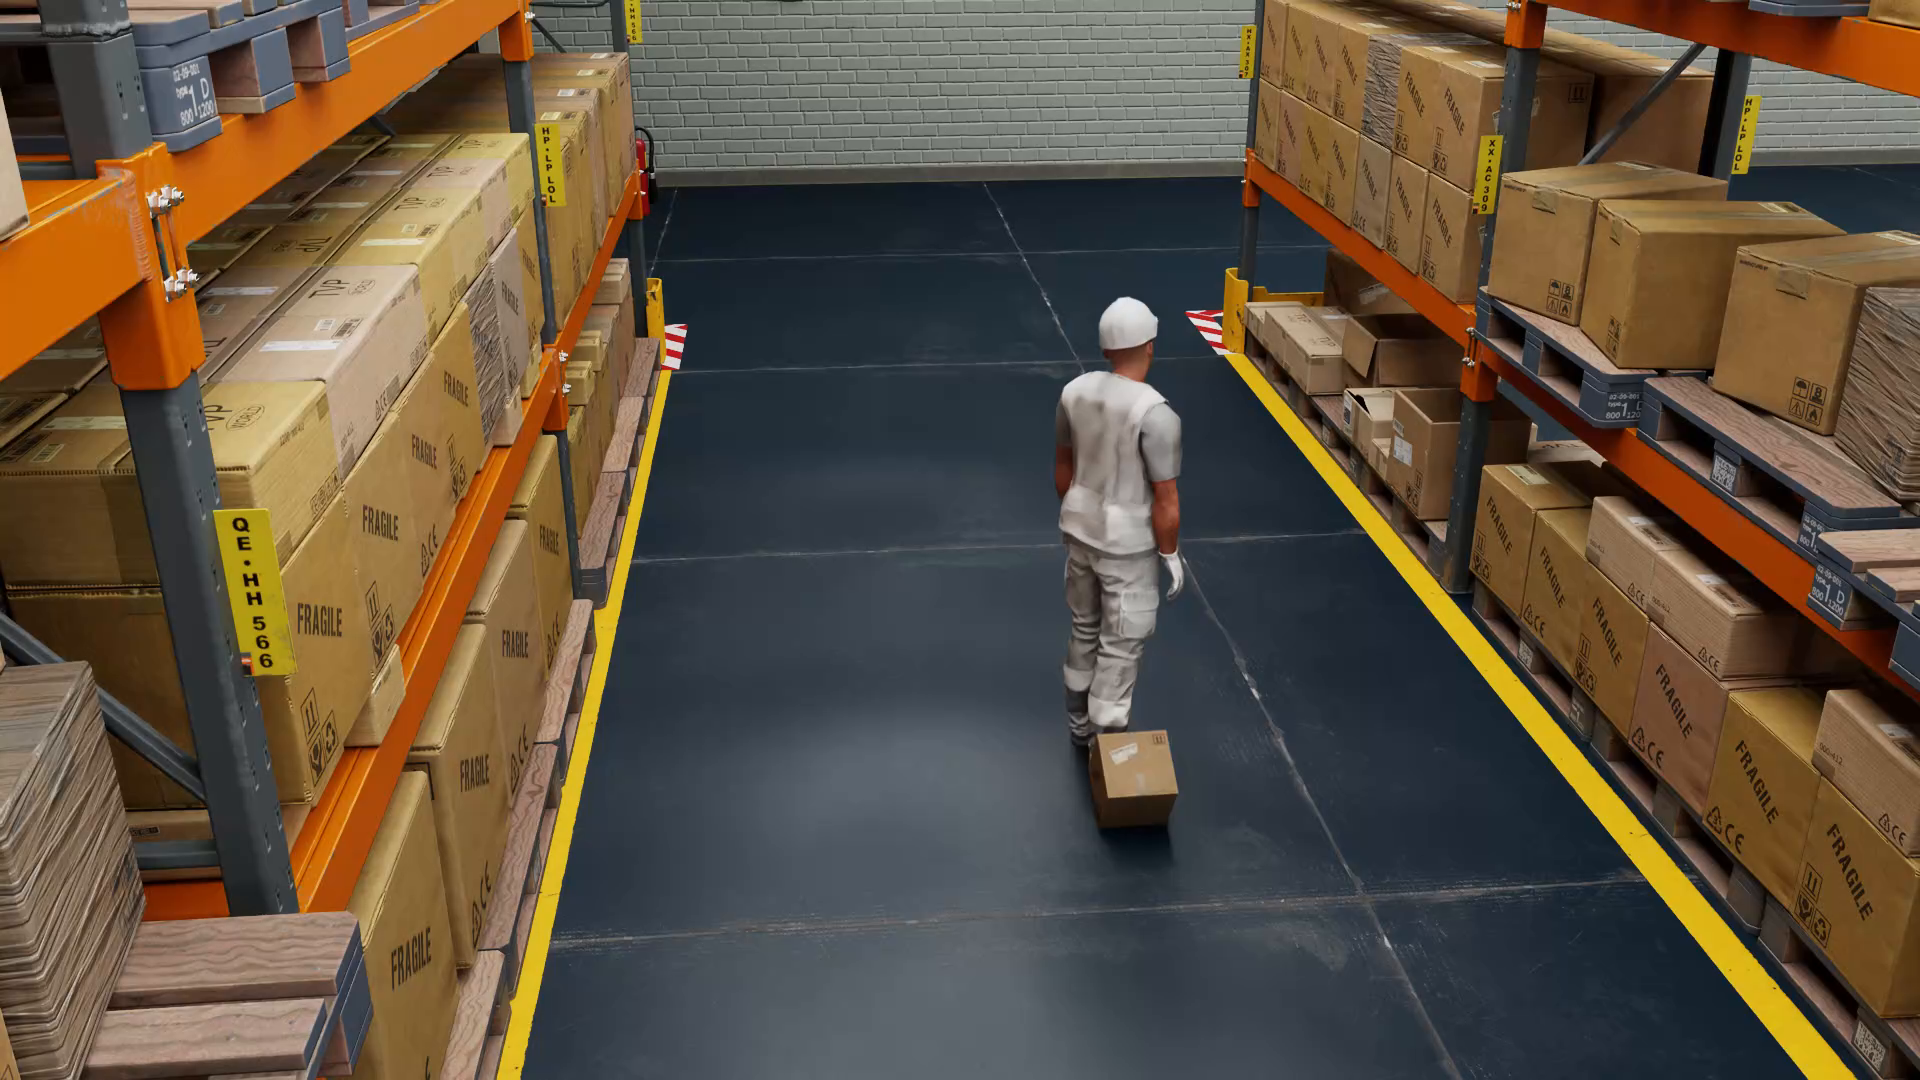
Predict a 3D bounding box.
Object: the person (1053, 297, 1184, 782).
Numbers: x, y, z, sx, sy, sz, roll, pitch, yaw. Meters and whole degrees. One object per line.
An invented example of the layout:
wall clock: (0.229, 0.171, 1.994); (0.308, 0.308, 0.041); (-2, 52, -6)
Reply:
person: (0.571, -0.003, 6.002); (0.444, 1.789, 0.606); (-18, 29, -35)
